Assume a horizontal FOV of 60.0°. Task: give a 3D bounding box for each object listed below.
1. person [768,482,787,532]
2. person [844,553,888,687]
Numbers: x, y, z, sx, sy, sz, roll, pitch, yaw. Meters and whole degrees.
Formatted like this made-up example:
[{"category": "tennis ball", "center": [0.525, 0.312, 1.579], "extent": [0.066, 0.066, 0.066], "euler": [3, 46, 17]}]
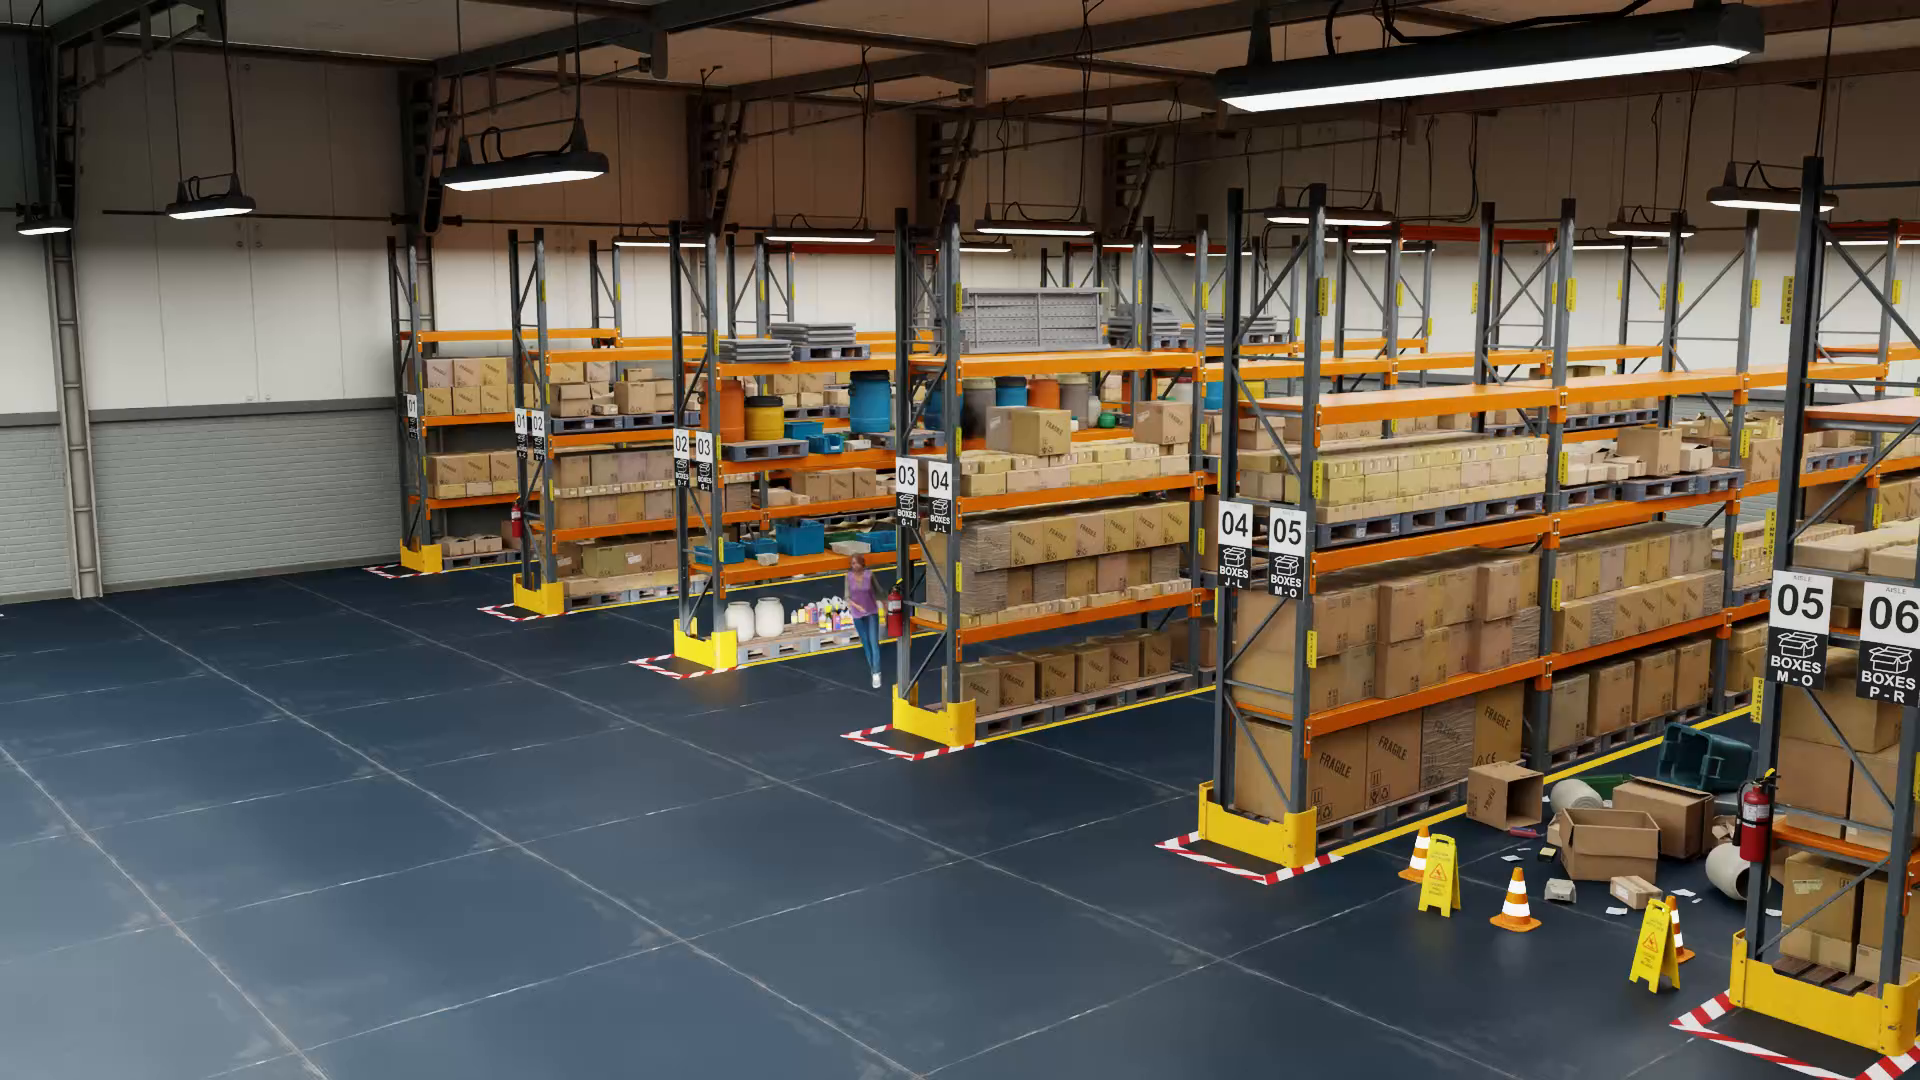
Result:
[{"category": "person", "center": [-3.558, -0.397, 31.255], "extent": [0.586, 1.545, 0.824], "euler": [6, 11, 34]}, {"category": "person", "center": [-1.154, 0.949, 20.468], "extent": [0.514, 1.613, 0.684], "euler": [1, 9, 9]}]
